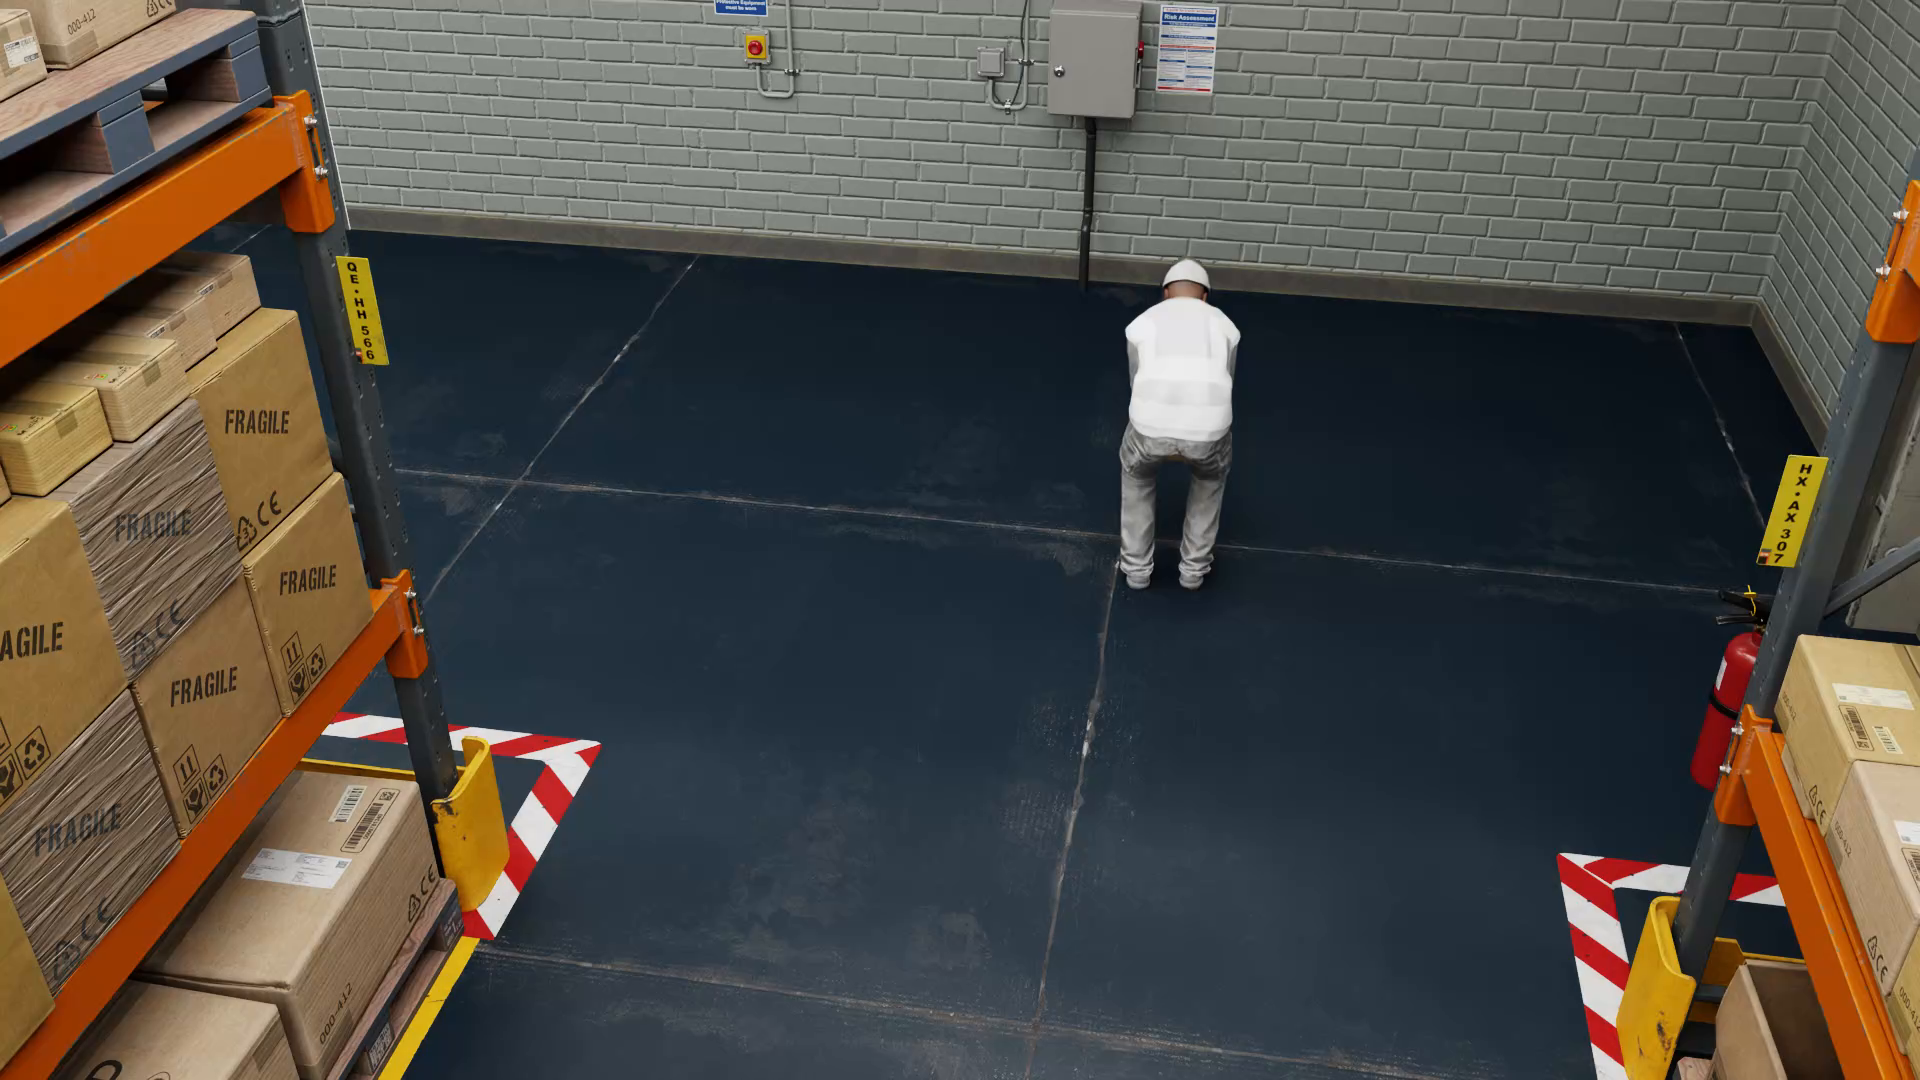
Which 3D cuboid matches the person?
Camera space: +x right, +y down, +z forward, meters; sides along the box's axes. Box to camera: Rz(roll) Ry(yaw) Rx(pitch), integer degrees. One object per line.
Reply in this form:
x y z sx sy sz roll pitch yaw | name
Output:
0.954 -0.515 7.333 0.500 1.229 0.938 4 32 6 | person
